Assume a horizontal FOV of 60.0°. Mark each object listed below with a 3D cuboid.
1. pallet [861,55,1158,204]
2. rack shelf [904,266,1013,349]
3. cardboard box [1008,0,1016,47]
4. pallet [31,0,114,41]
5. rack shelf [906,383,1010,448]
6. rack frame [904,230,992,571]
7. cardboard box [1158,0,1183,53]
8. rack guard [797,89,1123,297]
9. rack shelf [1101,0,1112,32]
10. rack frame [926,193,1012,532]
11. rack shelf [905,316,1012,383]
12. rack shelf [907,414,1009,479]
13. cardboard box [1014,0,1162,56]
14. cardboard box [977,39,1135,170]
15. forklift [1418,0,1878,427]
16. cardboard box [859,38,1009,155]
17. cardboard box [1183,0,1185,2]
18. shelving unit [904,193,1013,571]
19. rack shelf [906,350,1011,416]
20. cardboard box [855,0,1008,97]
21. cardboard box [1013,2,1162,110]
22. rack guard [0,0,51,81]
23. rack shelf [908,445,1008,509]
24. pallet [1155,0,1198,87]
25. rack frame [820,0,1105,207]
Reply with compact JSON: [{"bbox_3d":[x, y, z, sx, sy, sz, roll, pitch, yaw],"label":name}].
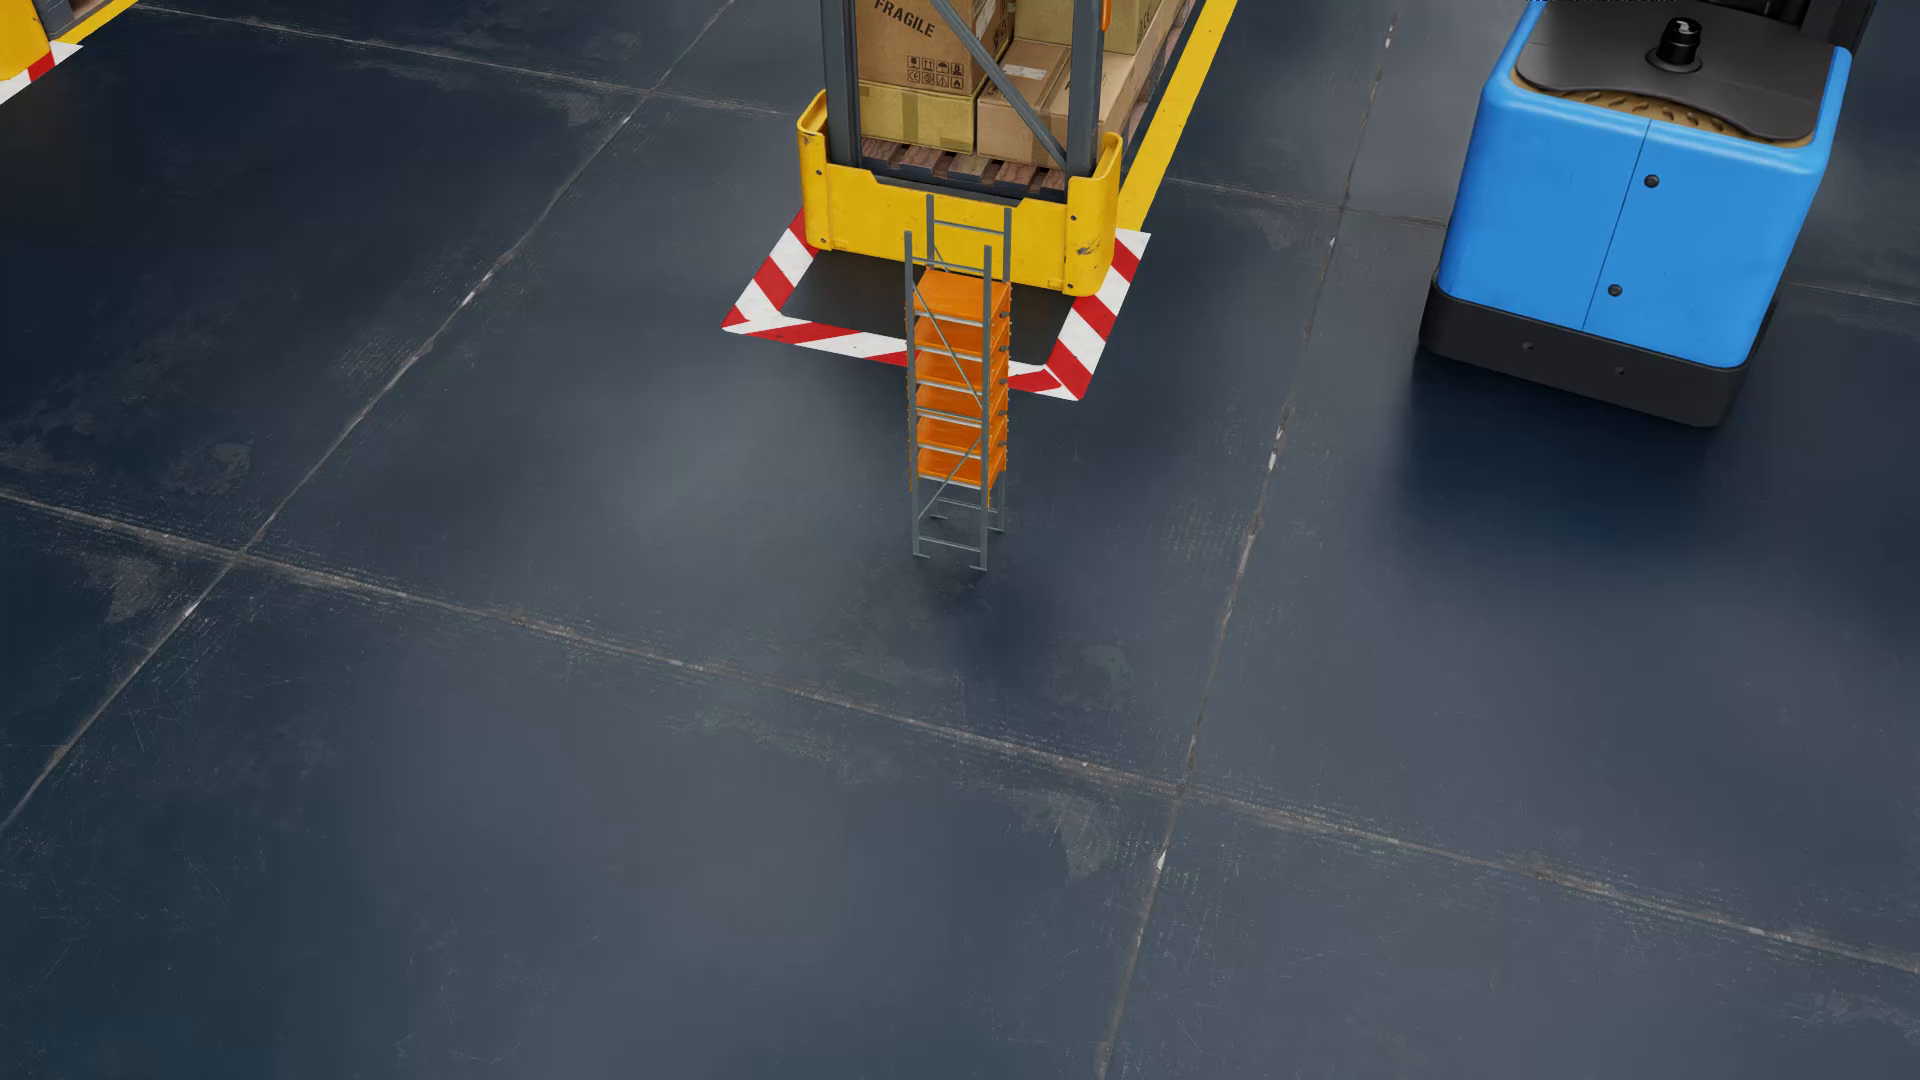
[{"bbox_3d":[0.194,-1.739,6.877,1.003,0.211,1.213,13,46,13],"label":"pallet"},{"bbox_3d":[-0.004,-0.645,4.600,0.258,0.103,0.180,13,46,12],"label":"rack shelf"},{"bbox_3d":[0.023,-2.141,6.959,0.500,0.250,0.500,13,46,13],"label":"cardboard box"},{"bbox_3d":[-4.417,-2.852,8.014,1.003,0.211,1.213,13,46,13],"label":"pallet"},{"bbox_3d":[-0.004,-0.387,4.852,0.258,0.103,0.180,13,46,12],"label":"rack shelf"},{"bbox_3d":[-0.032,-0.358,4.758,0.240,1.200,0.006,13,46,13],"label":"rack frame"},{"bbox_3d":[0.676,-2.362,7.185,0.500,0.250,0.500,13,46,13],"label":"cardboard box"},{"bbox_3d":[-0.005,-1.308,6.229,1.175,0.500,0.348,13,46,13],"label":"rack guard"},{"bbox_3d":[0.608,-3.293,6.985,1.077,0.370,4.000,13,46,13],"label":"rack shelf"},{"bbox_3d":[0.023,-0.480,4.883,0.240,1.200,0.006,13,46,13],"label":"rack frame"},{"bbox_3d":[-0.004,-0.559,4.684,0.258,0.103,0.180,13,46,12],"label":"rack shelf"},{"bbox_3d":[-0.004,-0.302,4.936,0.258,0.103,0.180,13,46,12],"label":"rack shelf"},{"bbox_3d":[0.526,-2.297,6.582,0.500,0.500,0.500,13,46,13],"label":"cardboard box"},{"bbox_3d":[0.377,-1.695,6.503,0.500,0.250,0.500,13,46,13],"label":"cardboard box"},{"bbox_3d":[2.729,-2.456,5.664,1.130,2.935,3.031,19,48,19],"label":"forklift"},{"bbox_3d":[-0.117,-1.805,6.615,0.500,0.250,0.500,13,46,13],"label":"cardboard box"},{"bbox_3d":[0.833,-2.695,7.525,0.500,0.250,0.500,13,46,13],"label":"cardboard box"},{"bbox_3d":[-0.004,-0.419,4.820,0.258,1.200,0.189,13,46,13],"label":"shelving unit"},{"bbox_3d":[-0.004,-0.473,4.768,0.258,0.103,0.180,13,46,12],"label":"rack shelf"},{"bbox_3d":[-0.119,-2.073,6.354,0.500,0.500,0.500,13,46,13],"label":"cardboard box"},{"bbox_3d":[0.525,-2.029,6.845,0.500,0.250,0.500,13,46,13],"label":"cardboard box"},{"bbox_3d":[-4.697,-2.421,7.367,1.175,0.500,0.348,13,46,13],"label":"rack guard"},{"bbox_3d":[-0.004,-0.216,5.019,0.258,0.103,0.180,13,46,12],"label":"rack shelf"},{"bbox_3d":[0.565,-2.550,7.705,1.003,0.211,1.213,13,46,13],"label":"pallet"},{"bbox_3d":[0.002,-2.217,5.371,1.000,3.000,0.127,13,46,13],"label":"rack frame"}]
